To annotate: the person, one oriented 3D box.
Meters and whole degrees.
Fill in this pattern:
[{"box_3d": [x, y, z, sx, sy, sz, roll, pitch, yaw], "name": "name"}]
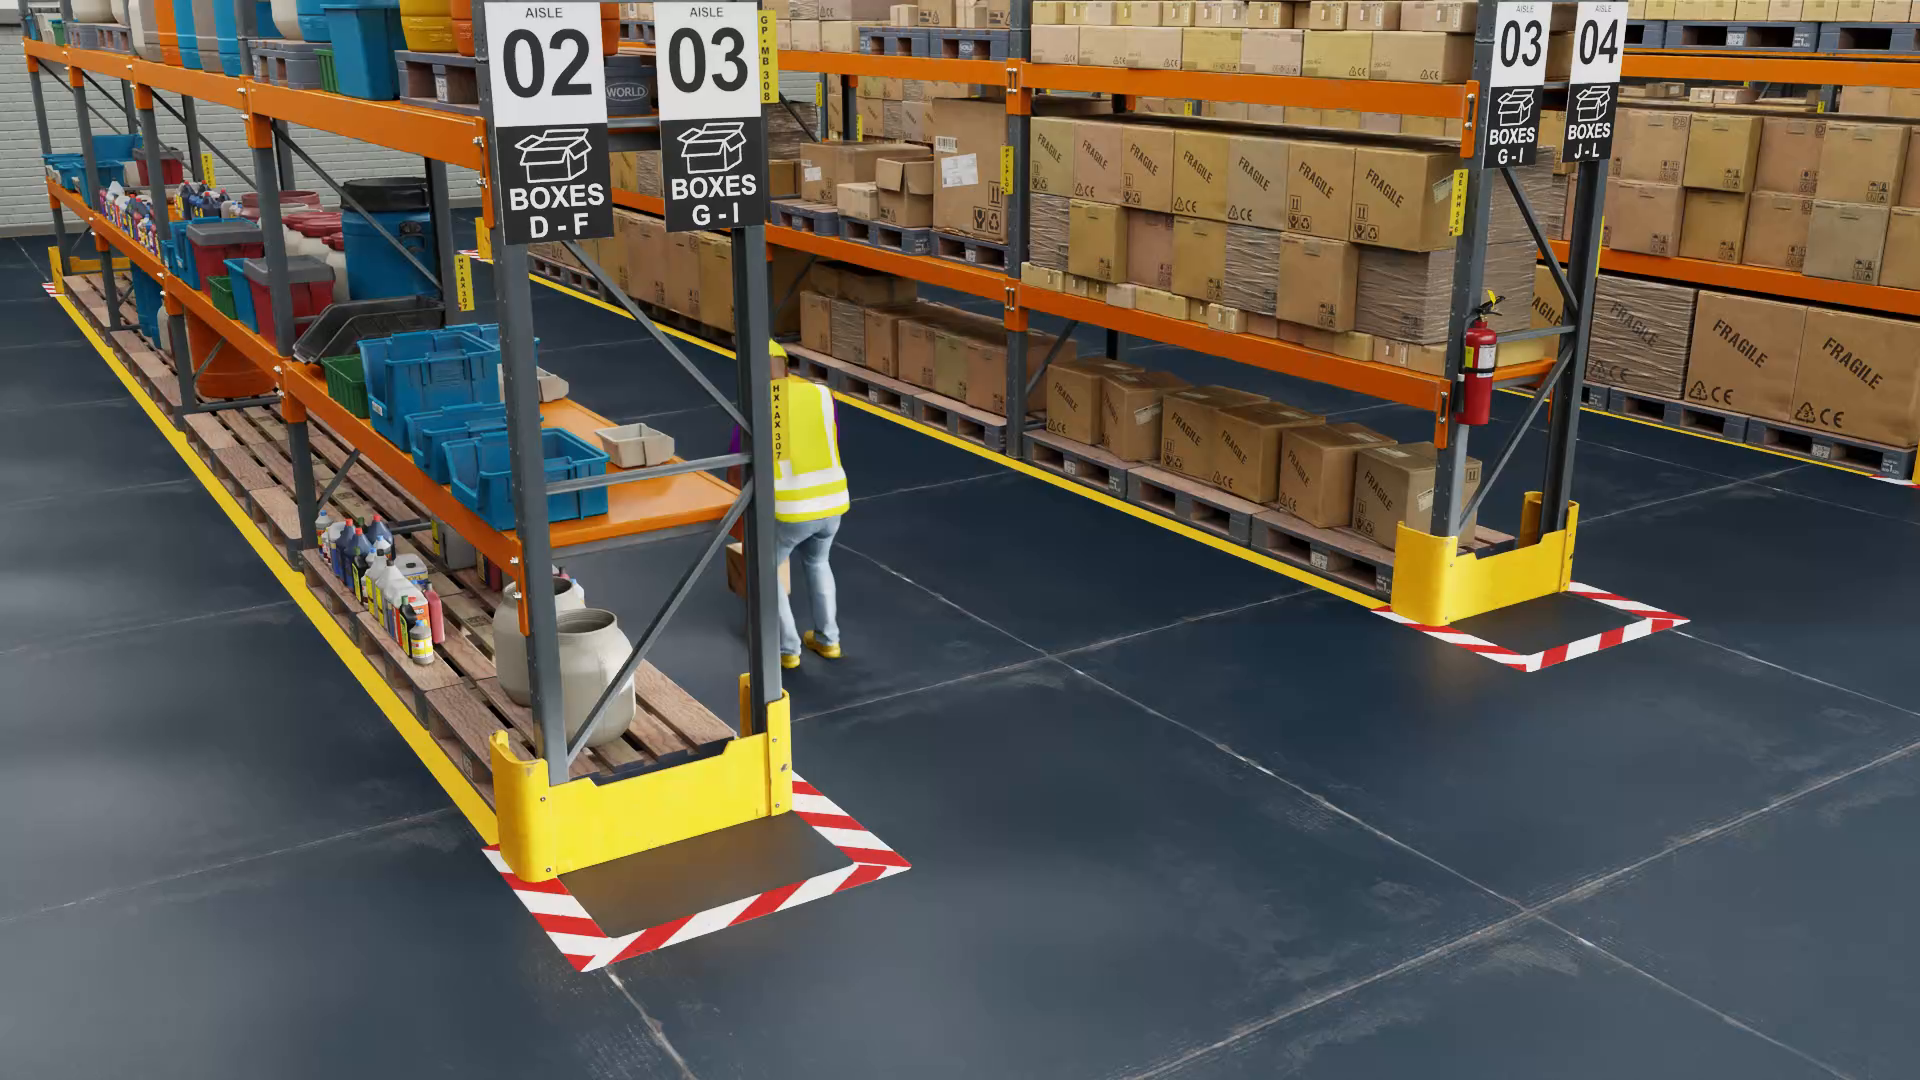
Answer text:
[{"box_3d": [-0.862, -0.177, 8.315, 0.616, 1.614, 0.599, -11, 21, -31], "name": "person"}]
